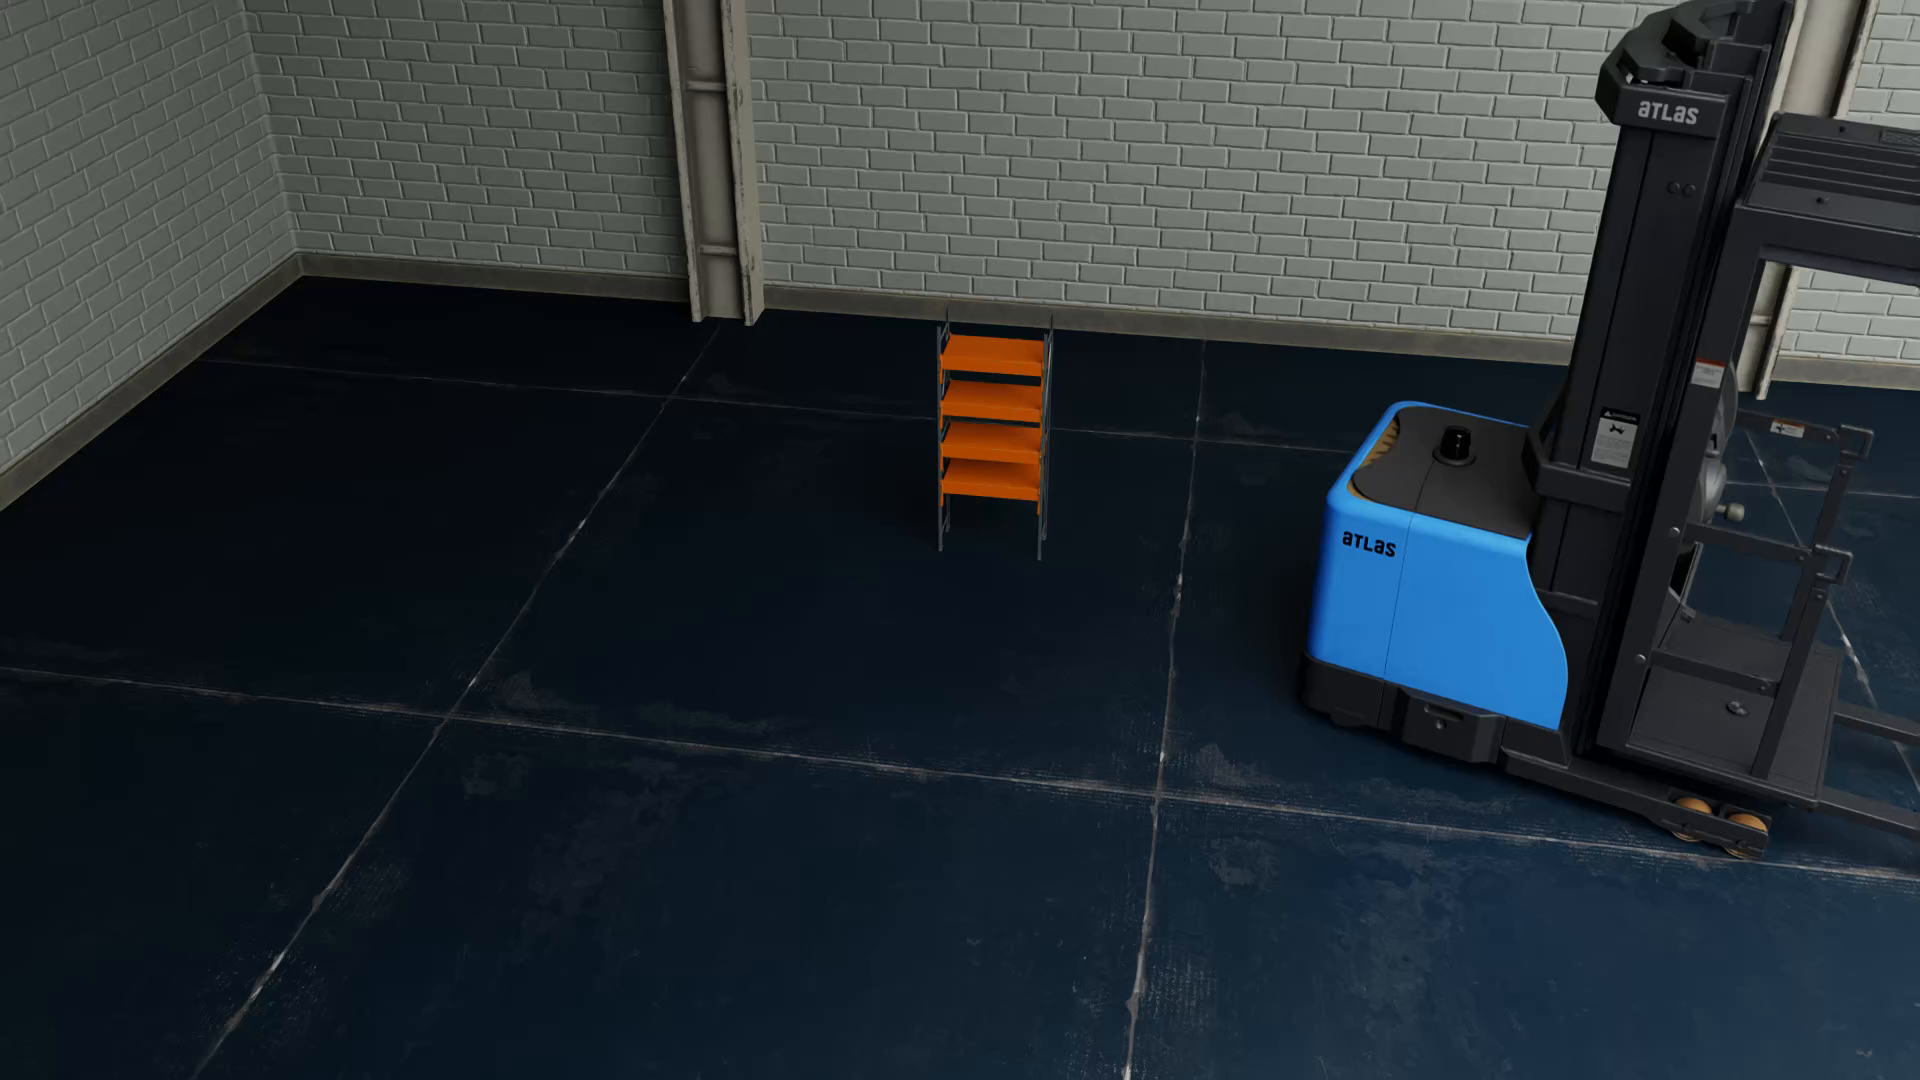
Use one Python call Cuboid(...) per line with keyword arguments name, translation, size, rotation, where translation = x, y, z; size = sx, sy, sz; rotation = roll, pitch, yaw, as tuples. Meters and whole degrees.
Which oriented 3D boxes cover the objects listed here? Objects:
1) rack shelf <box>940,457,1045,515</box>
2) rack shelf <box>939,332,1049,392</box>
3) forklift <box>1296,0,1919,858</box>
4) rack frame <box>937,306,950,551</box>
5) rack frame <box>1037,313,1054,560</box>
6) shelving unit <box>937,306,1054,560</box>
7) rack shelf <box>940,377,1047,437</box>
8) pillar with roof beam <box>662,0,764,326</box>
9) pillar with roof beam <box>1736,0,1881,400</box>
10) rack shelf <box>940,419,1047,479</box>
Cuboid(name="rack shelf", translation=(0.163, -0.268, 8.049), size=(0.480, 0.148, 0.258), rotation=(5, 32, 8))
Cuboid(name="rack shelf", translation=(0.163, -0.827, 7.700), size=(0.480, 0.148, 0.258), rotation=(5, 32, 8))
Cuboid(name="forklift", translation=(2.969, -0.357, 6.059), size=(3.031, 2.935, 1.130), rotation=(16, 36, 24))
Cuboid(name="rack frame", translation=(-0.077, -0.516, 7.943), size=(0.015, 1.200, 0.240), rotation=(5, 32, 8))
Cuboid(name="rack frame", translation=(0.404, -0.472, 7.873), size=(0.015, 1.200, 0.240), rotation=(5, 32, 8))
Cuboid(name="shelving unit", translation=(0.163, -0.494, 7.908), size=(0.503, 1.200, 0.258), rotation=(5, 32, 8))
Cuboid(name="rack shelf", translation=(0.163, -0.626, 7.825), size=(0.480, 0.148, 0.258), rotation=(5, 32, 8))
Cuboid(name="pillar with roof beam", translation=(-2.189, -2.999, 4.560), size=(0.400, 9.000, 9.100), rotation=(5, 32, 8))
Cuboid(name="pillar with roof beam", translation=(3.725, -2.464, 3.705), size=(0.400, 9.000, 9.100), rotation=(5, 32, 8))
Cuboid(name="rack shelf", translation=(0.163, -0.437, 7.944), size=(0.480, 0.148, 0.258), rotation=(5, 32, 8))
